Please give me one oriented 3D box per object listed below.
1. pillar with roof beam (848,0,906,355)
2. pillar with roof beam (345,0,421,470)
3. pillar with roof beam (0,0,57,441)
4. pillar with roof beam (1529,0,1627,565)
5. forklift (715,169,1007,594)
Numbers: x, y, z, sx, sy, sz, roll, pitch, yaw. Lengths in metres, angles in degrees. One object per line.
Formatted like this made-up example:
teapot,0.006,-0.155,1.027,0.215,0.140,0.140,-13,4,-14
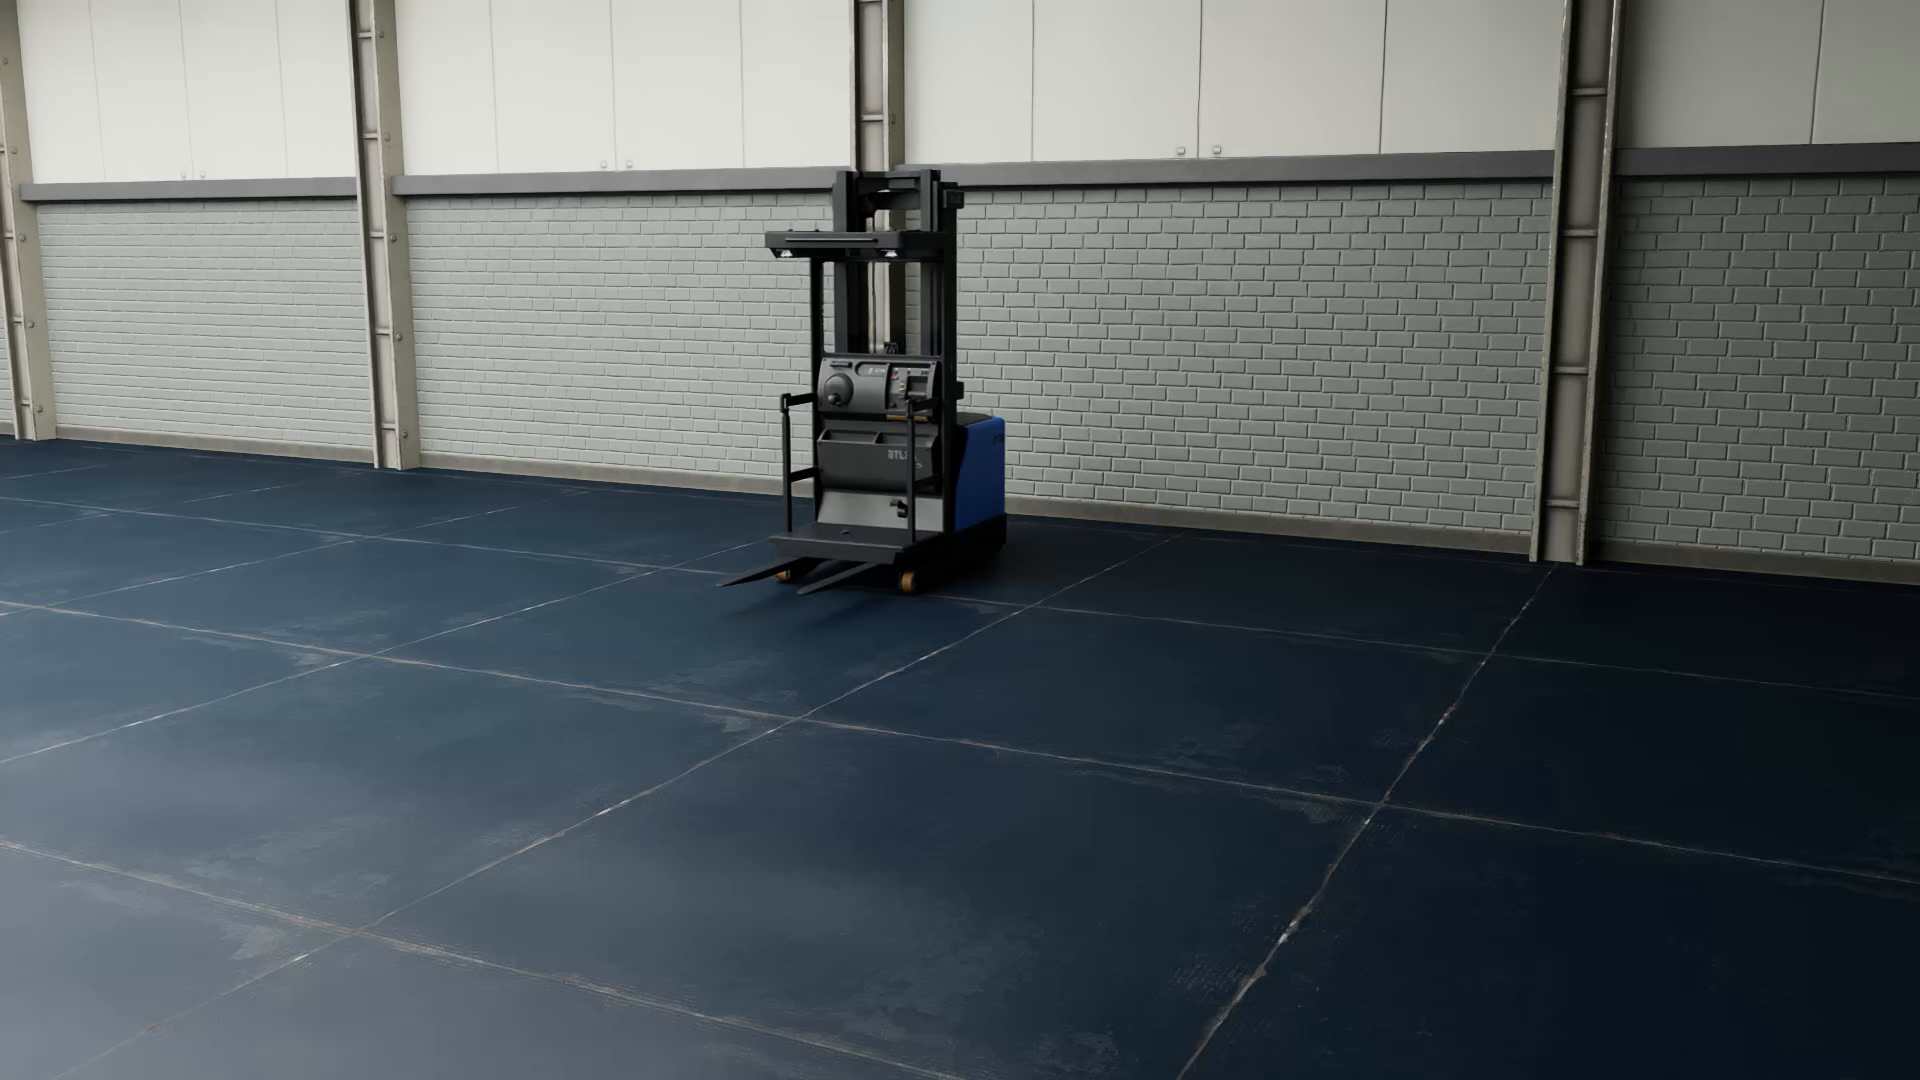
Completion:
pillar with roof beam,-2.644,-4.061,10.898,0.400,9.000,9.100,5,11,26
pillar with roof beam,-8.025,-4.533,13.510,0.400,9.000,9.100,5,11,26
pillar with roof beam,-13.406,-5.006,16.123,0.400,9.000,9.100,5,11,26
pillar with roof beam,2.736,-3.588,8.286,0.400,9.000,9.100,5,11,26
forklift,-0.685,-1.153,11.870,1.130,2.935,3.031,4,11,23
